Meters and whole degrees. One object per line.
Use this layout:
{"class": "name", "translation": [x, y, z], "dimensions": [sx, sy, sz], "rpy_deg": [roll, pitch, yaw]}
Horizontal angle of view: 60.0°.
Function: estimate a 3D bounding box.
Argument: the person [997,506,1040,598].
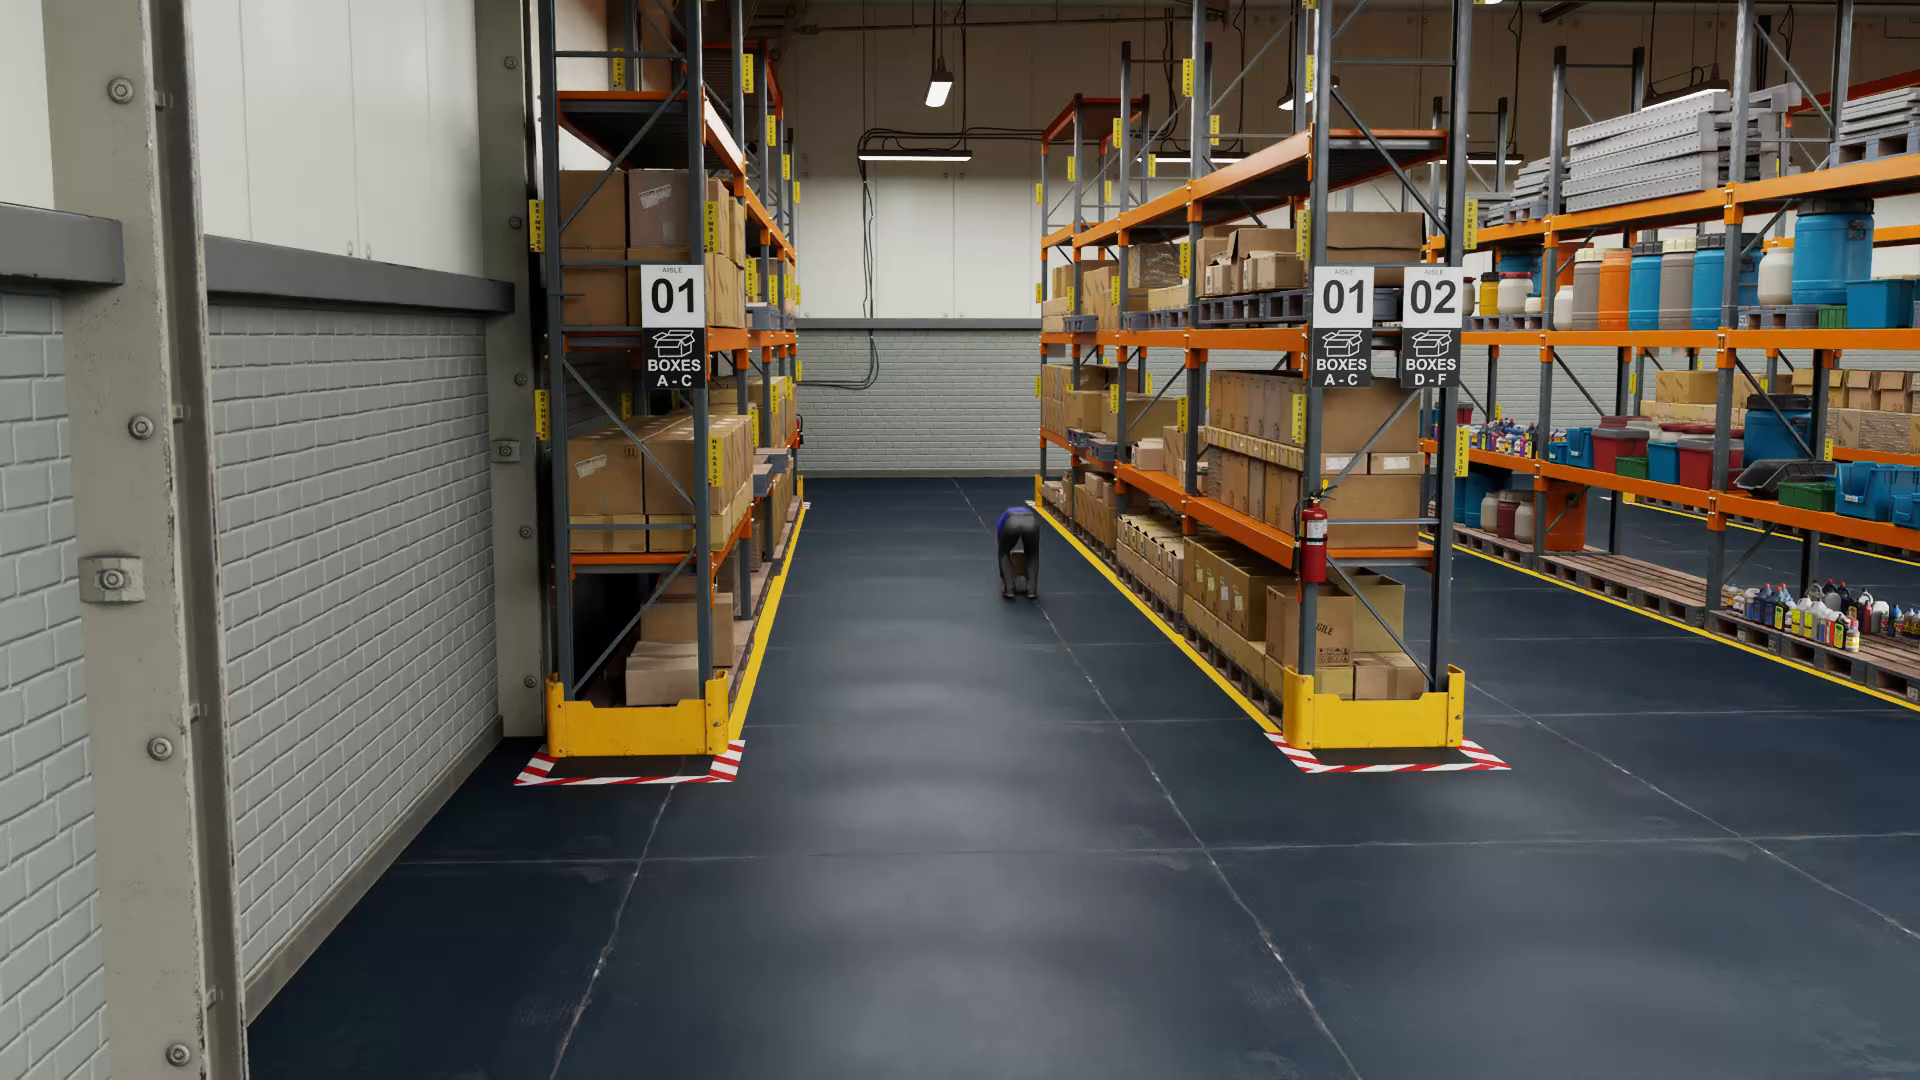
{"class": "person", "translation": [0.613, 0.115, 17.748], "dimensions": [0.433, 0.954, 0.876], "rpy_deg": [-1, 7, -6]}
